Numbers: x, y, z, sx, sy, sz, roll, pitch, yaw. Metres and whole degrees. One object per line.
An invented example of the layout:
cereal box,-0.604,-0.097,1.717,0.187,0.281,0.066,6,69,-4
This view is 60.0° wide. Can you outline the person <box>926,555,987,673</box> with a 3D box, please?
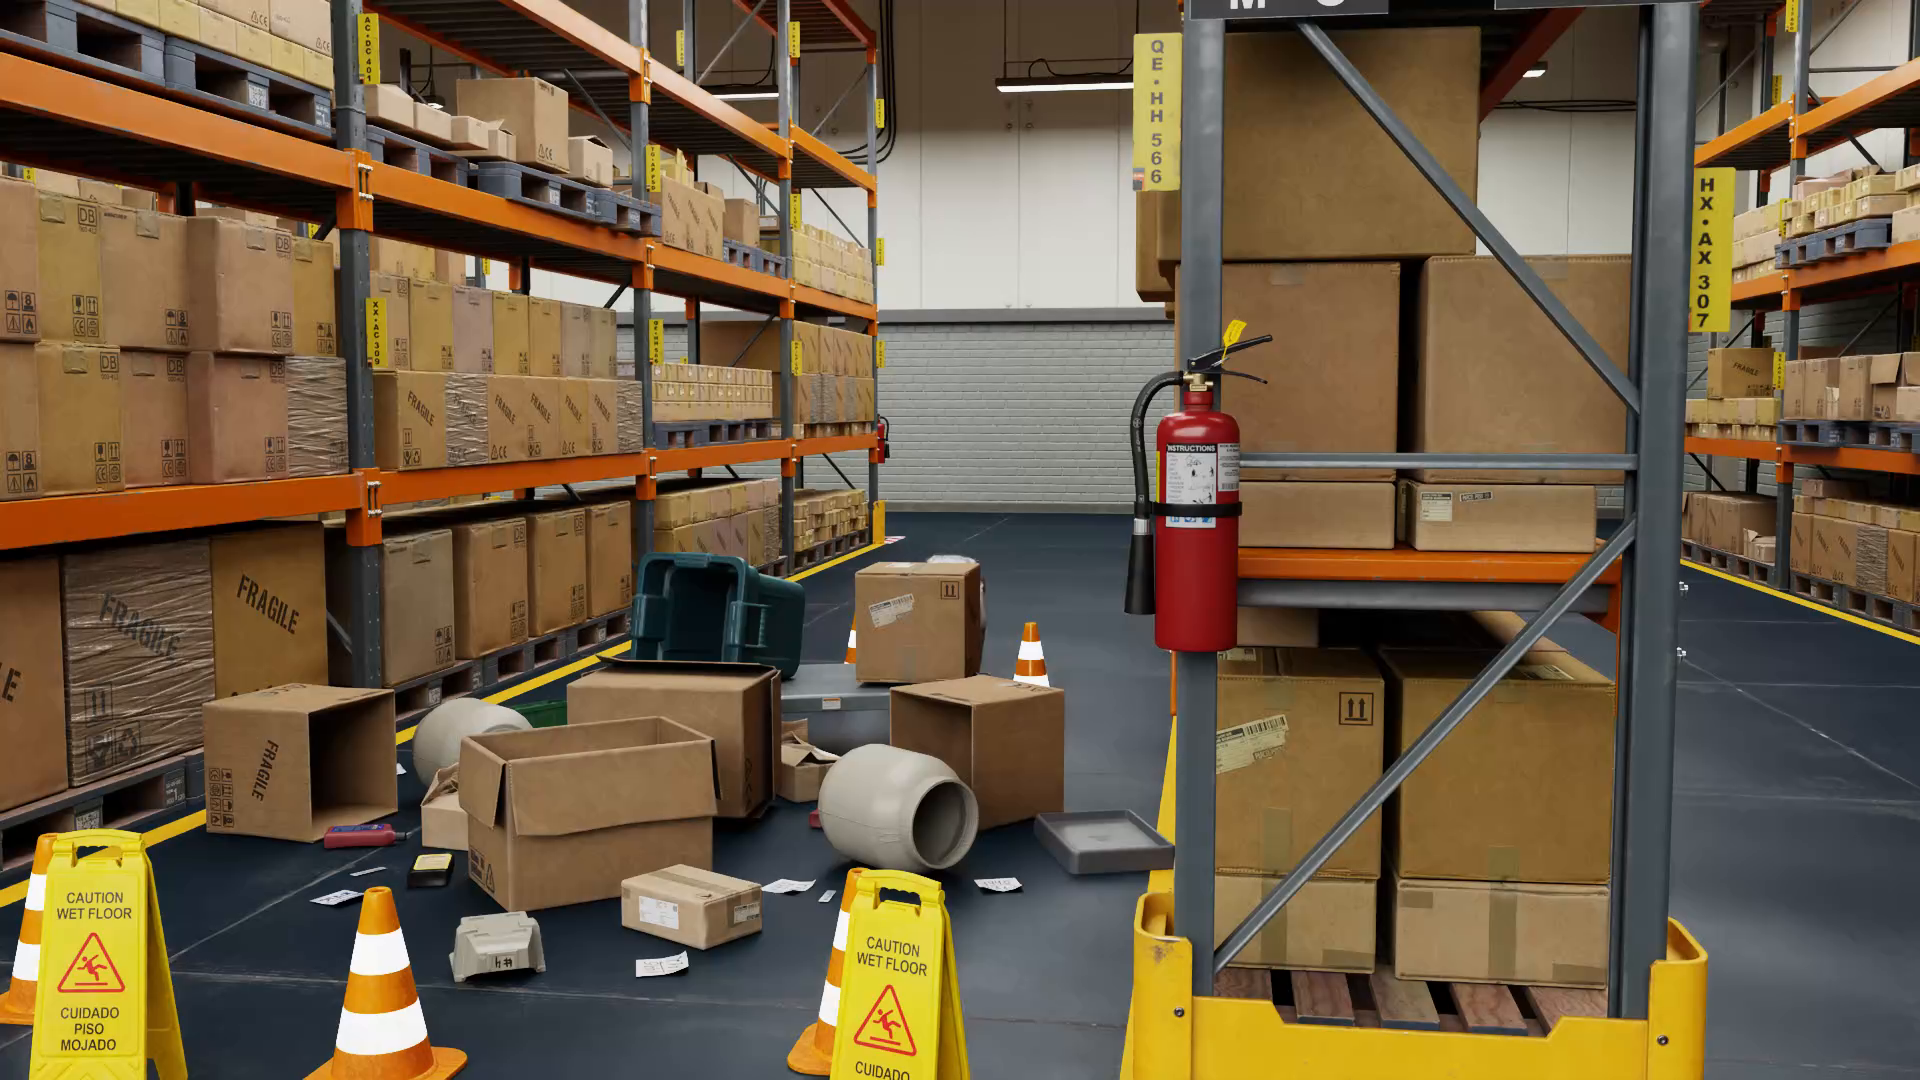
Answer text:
person,-0.070,0.483,9.744,0.458,0.757,0.905,1,5,7
